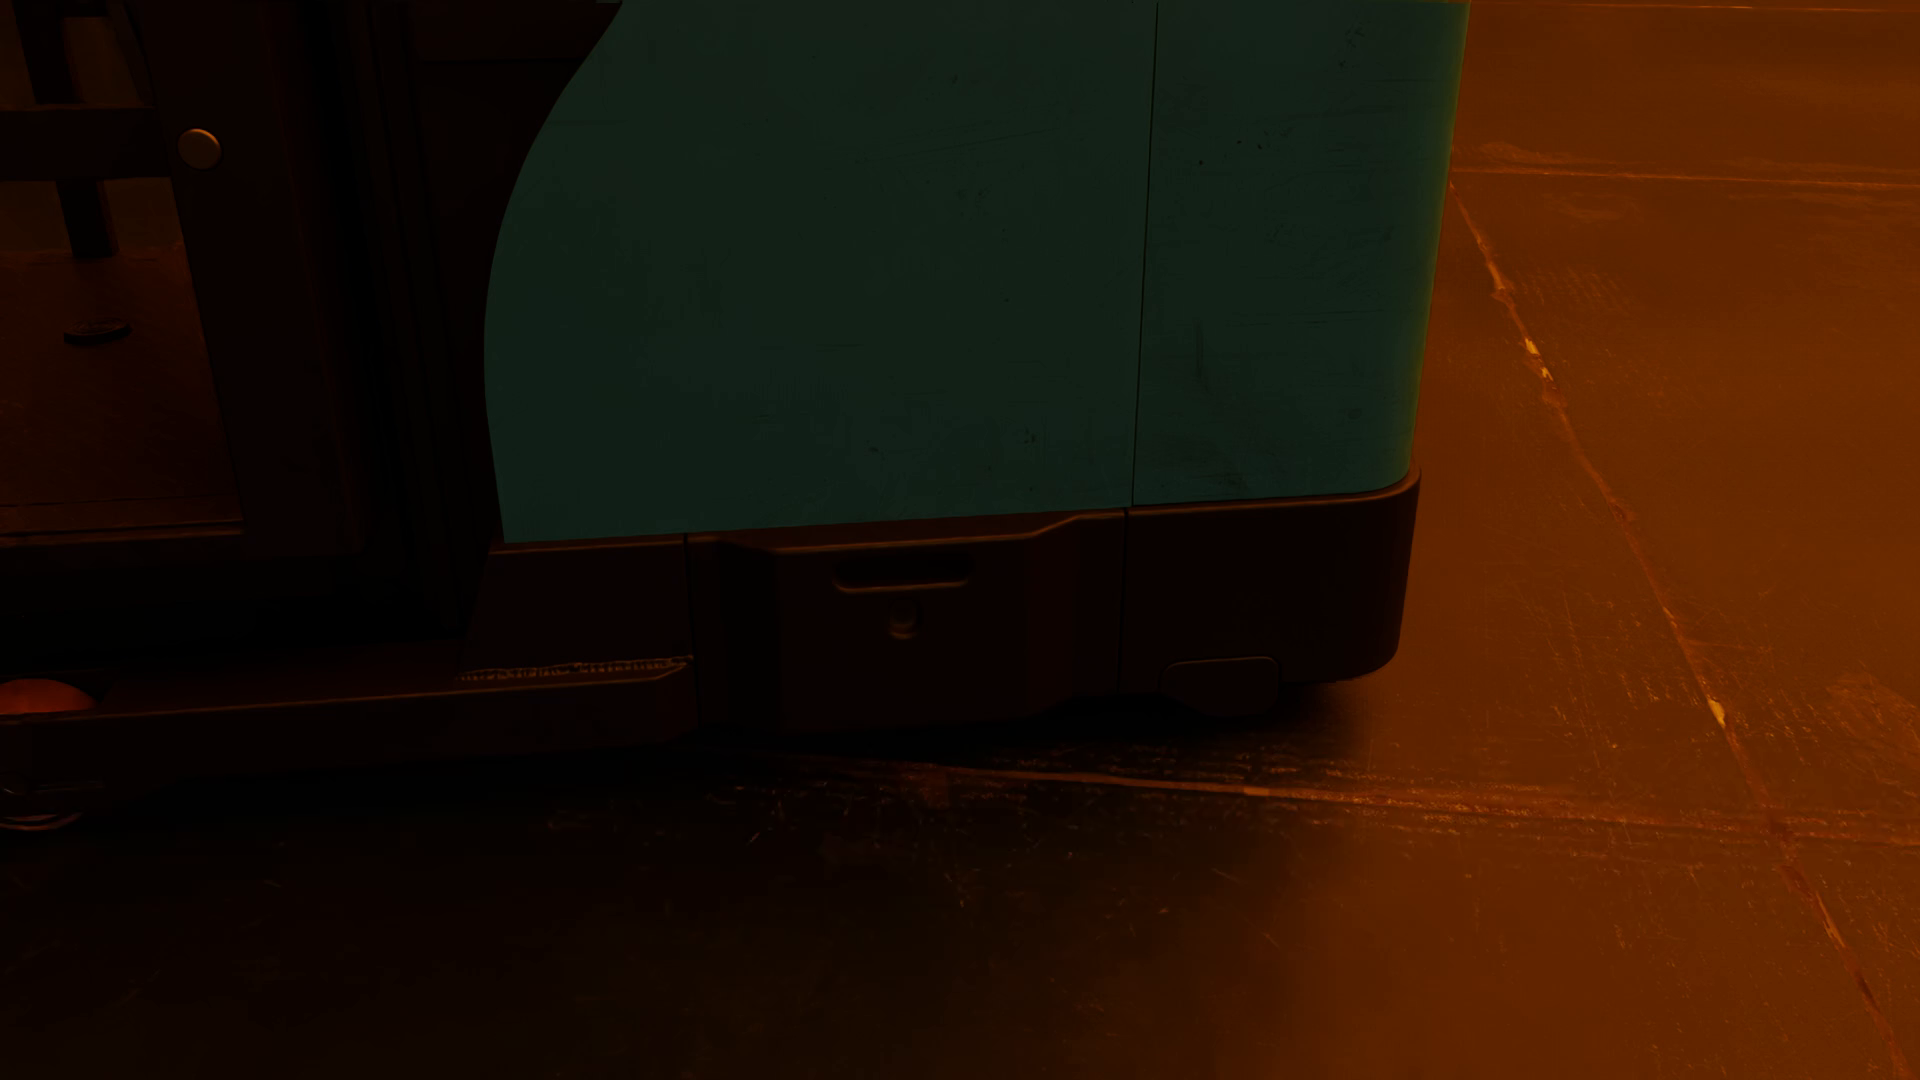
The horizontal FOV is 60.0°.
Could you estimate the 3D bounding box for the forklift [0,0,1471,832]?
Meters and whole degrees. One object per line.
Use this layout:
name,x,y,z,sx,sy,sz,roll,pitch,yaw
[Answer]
forklift,-1.009,-1.228,1.677,3.031,2.935,1.130,-3,27,-7
